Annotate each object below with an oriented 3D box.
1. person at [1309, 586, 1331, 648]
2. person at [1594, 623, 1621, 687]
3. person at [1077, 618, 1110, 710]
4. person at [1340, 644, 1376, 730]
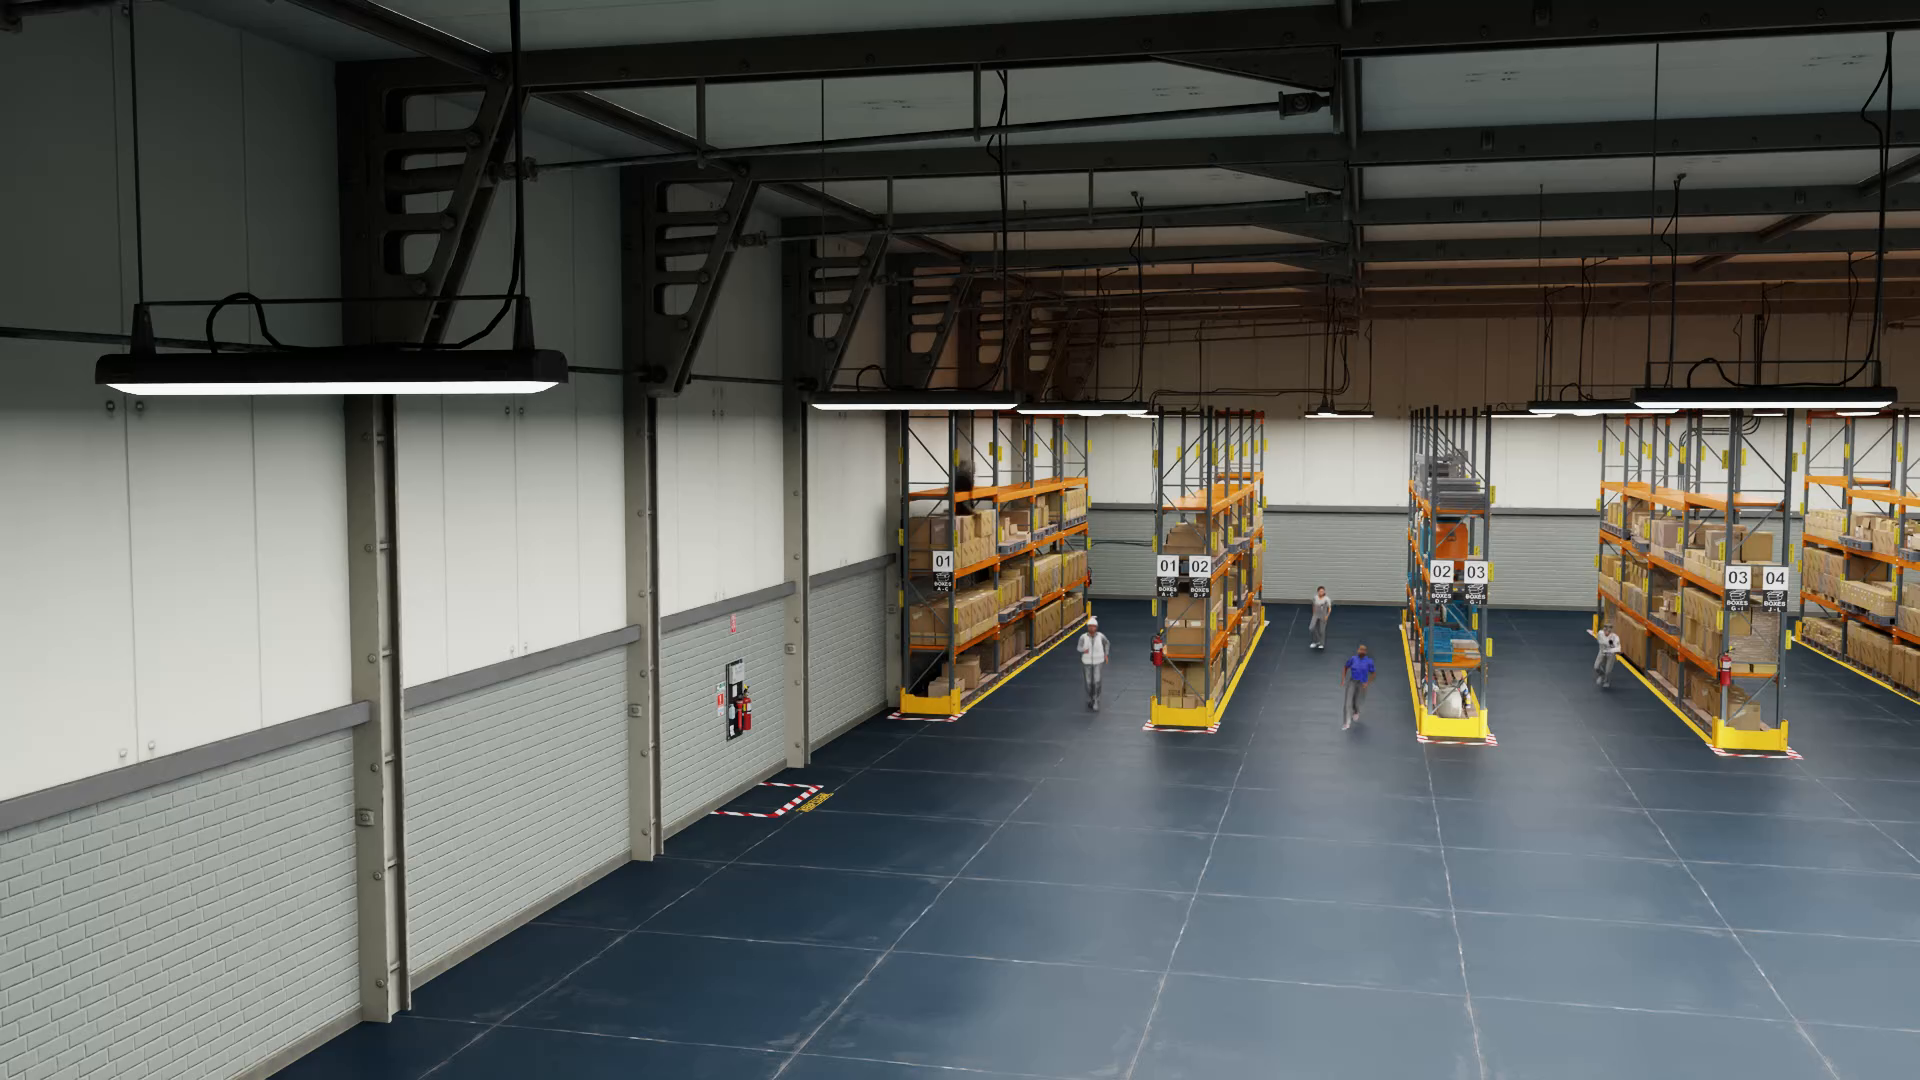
[{"bbox_3d":[9.010,1.927,41.488,0.558,1.614,0.696,2,5,26],"label":"person"},{"bbox_3d":[13.768,2.457,35.391,0.633,1.432,0.920,3,5,38],"label":"person"},{"bbox_3d":[2.645,2.469,33.095,0.640,1.825,0.828,1,4,8],"label":"person"},{"bbox_3d":[7.408,2.711,30.922,0.625,1.599,0.673,2,4,22],"label":"person"}]
